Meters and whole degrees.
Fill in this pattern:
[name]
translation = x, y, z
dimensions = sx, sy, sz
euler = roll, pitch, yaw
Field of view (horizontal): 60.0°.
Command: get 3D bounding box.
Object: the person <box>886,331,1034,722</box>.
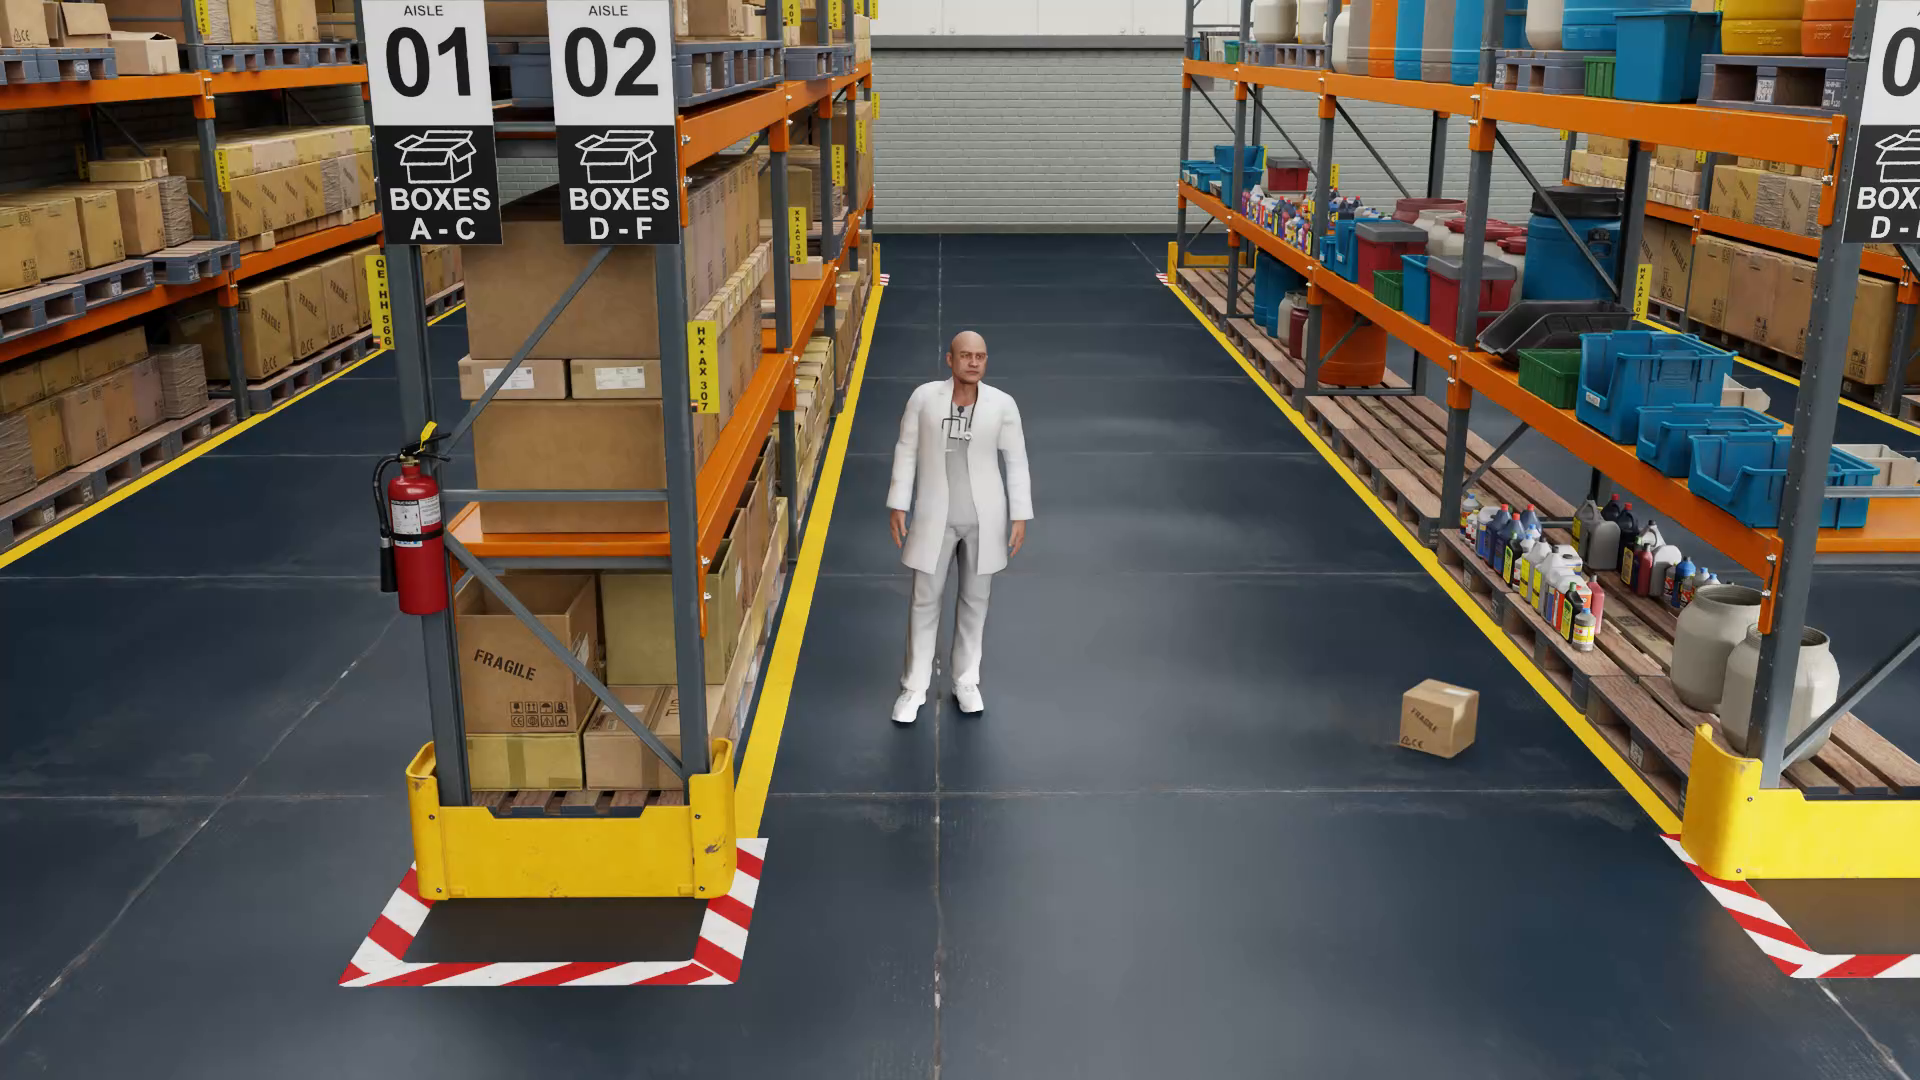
[person]
translation = -0.001, -0.065, 7.753
dimensions = 0.695, 1.776, 0.582
euler = 0, 17, -1
